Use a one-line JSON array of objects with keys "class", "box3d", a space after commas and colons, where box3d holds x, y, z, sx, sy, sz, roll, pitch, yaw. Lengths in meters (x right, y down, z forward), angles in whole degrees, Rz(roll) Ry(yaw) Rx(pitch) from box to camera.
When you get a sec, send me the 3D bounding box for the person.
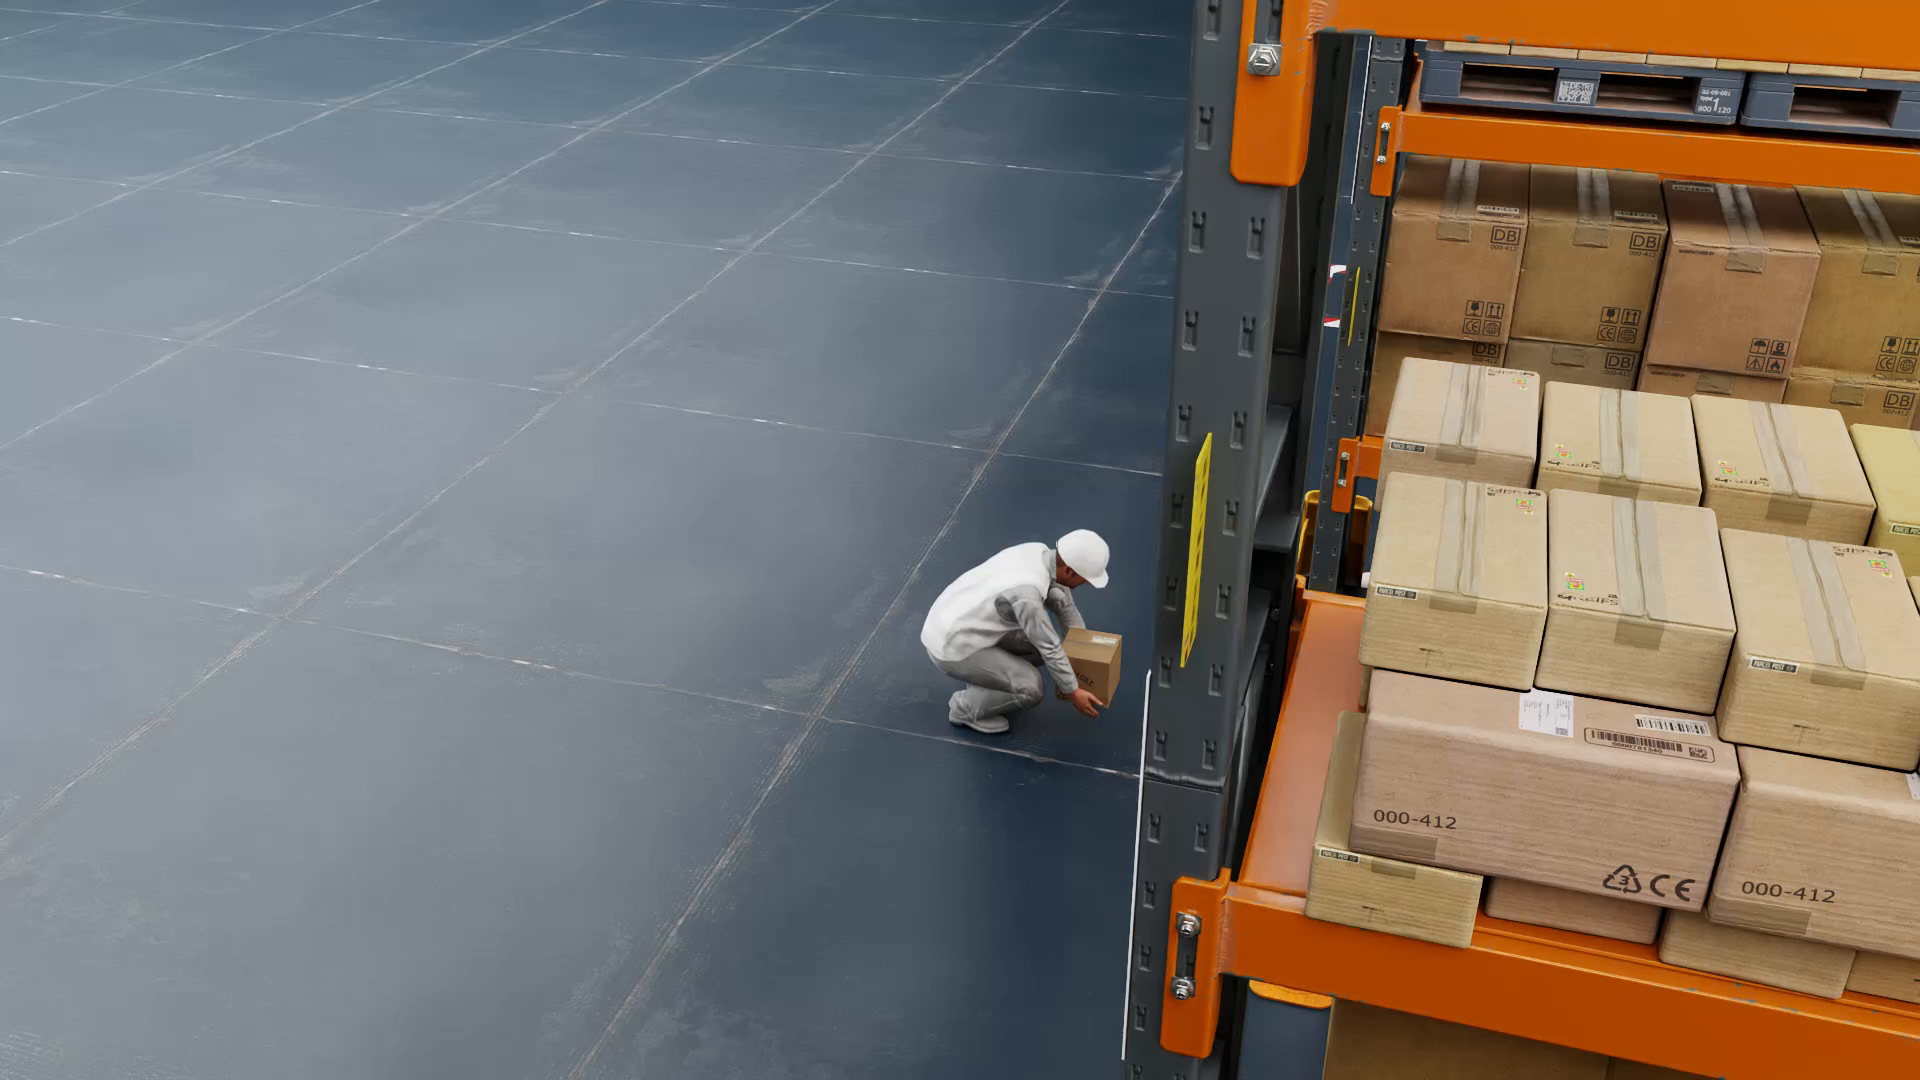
[{"class": "person", "box3d": [0.274, 0.390, 7.697, 0.881, 1.011, 0.524, 8, 30, 14]}]
